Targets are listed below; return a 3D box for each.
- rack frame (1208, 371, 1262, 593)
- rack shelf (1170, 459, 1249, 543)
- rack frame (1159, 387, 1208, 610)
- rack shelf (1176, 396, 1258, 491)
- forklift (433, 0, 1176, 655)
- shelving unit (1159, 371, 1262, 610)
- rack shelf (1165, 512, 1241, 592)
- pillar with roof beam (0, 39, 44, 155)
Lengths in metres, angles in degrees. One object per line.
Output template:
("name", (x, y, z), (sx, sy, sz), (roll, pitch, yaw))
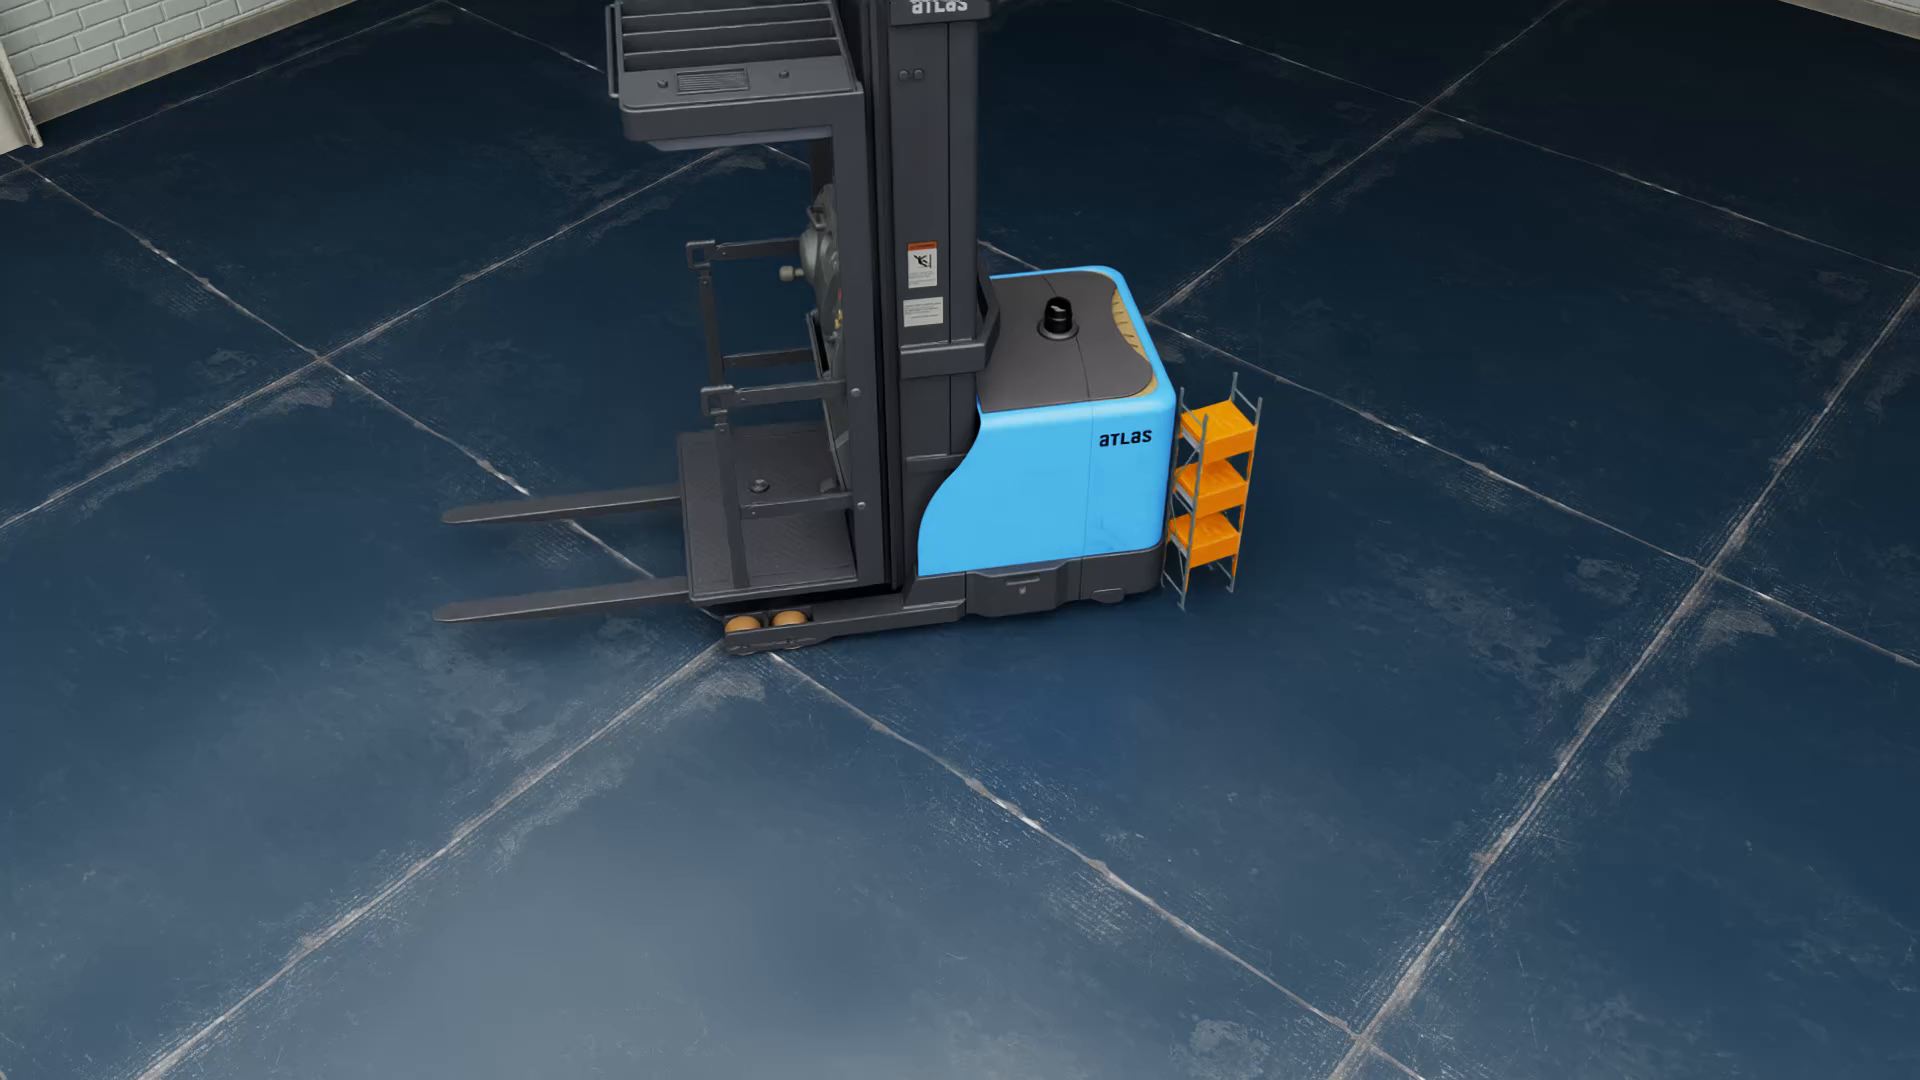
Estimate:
("rack frame", (1.133, -0.220, 6.894), (0.008, 1.050, 0.200), (-17, 45, -18))
("rack shelf", (1.022, -0.178, 6.864), (0.240, 0.259, 0.215), (-17, 45, -18))
("rack frame", (0.911, -0.152, 6.819), (0.008, 1.050, 0.200), (-17, 45, -18))
("rack shelf", (1.022, -0.389, 6.673), (0.240, 0.259, 0.215), (-17, 45, -18))
("forklift", (-0.704, -0.992, 6.344), (3.031, 2.935, 1.130), (-7, 43, -7))
("shelving unit", (1.022, -0.186, 6.857), (0.252, 1.050, 0.215), (-17, 45, -18))
("rack shelf", (1.022, 0.027, 7.050), (0.240, 0.259, 0.215), (-17, 45, -18))
("pillar with roof beam", (-2.490, -3.821, 4.945), (9.100, 9.000, 0.400), (29, 50, 28))
